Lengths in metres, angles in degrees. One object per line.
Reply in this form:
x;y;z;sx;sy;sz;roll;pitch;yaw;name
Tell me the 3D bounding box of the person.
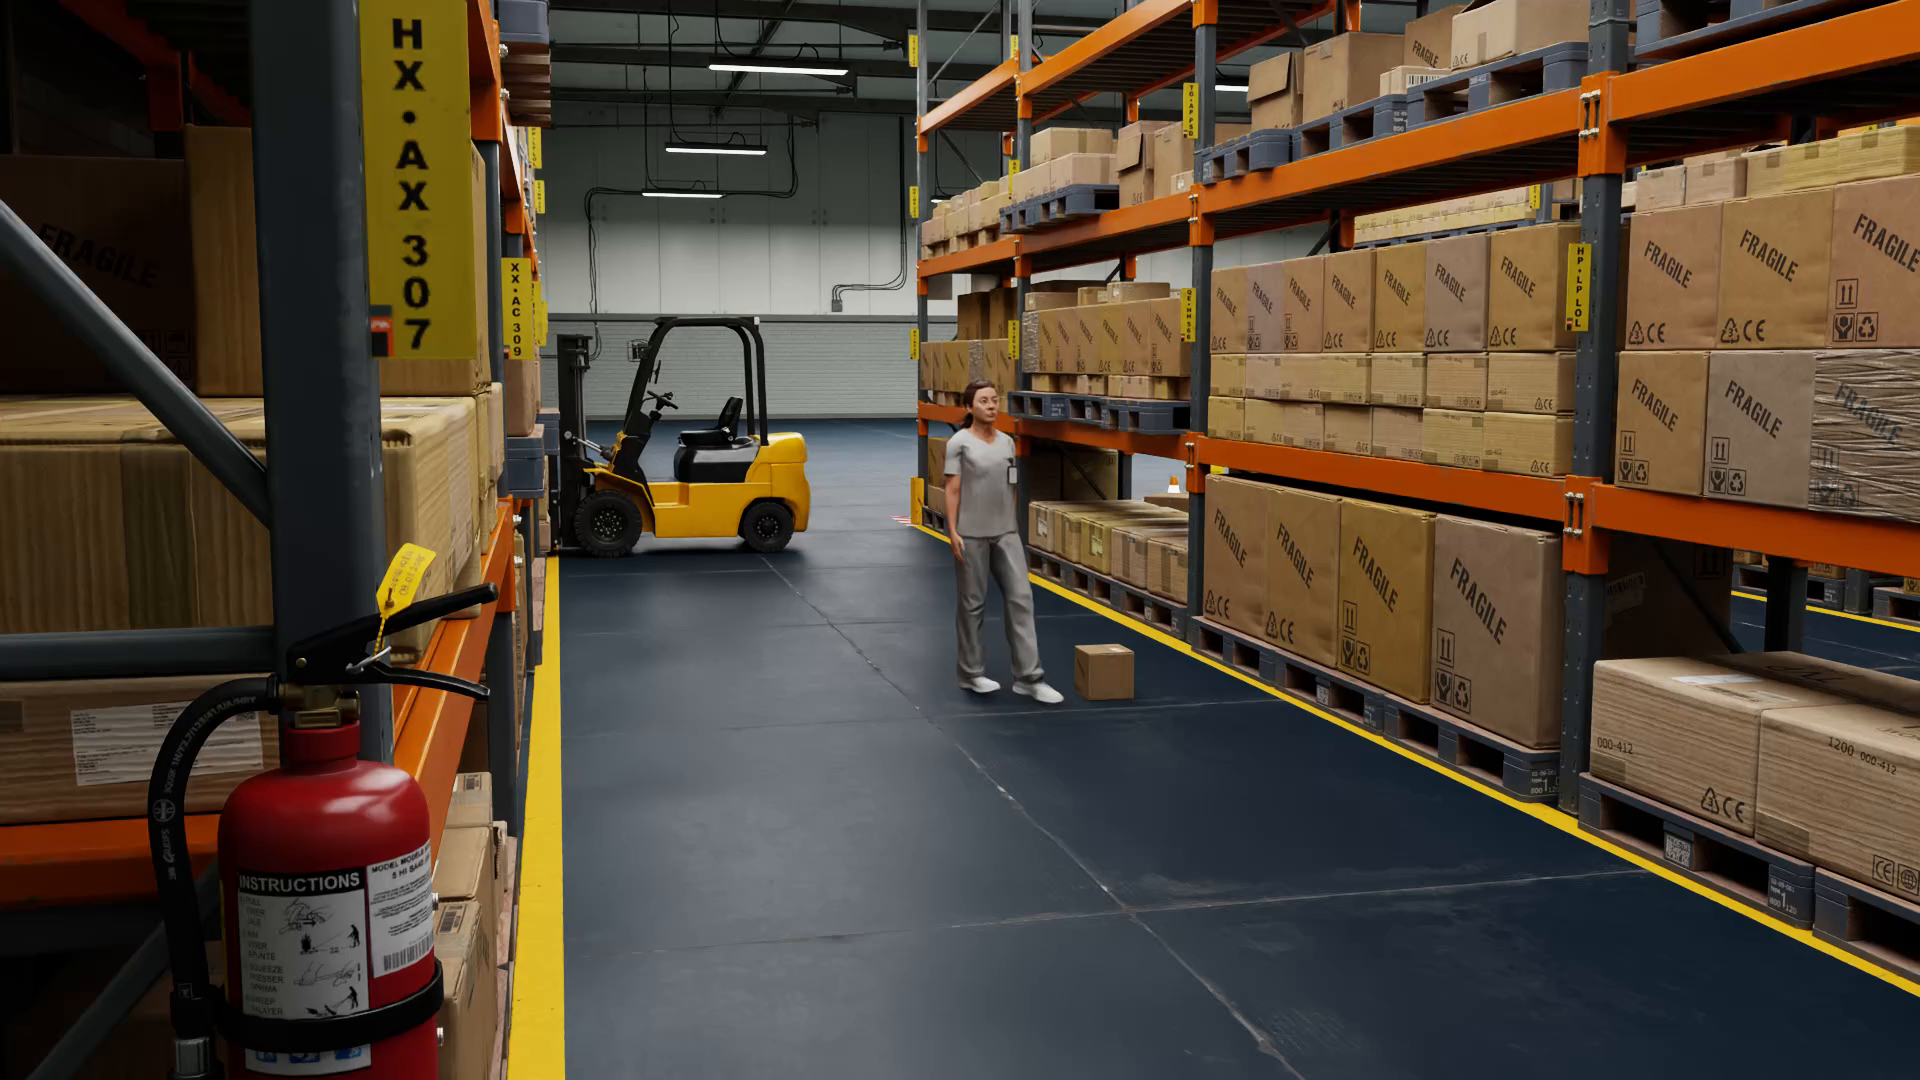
0.189;-0.003;8.642;0.484;1.659;0.658;-3;7;-25;person
